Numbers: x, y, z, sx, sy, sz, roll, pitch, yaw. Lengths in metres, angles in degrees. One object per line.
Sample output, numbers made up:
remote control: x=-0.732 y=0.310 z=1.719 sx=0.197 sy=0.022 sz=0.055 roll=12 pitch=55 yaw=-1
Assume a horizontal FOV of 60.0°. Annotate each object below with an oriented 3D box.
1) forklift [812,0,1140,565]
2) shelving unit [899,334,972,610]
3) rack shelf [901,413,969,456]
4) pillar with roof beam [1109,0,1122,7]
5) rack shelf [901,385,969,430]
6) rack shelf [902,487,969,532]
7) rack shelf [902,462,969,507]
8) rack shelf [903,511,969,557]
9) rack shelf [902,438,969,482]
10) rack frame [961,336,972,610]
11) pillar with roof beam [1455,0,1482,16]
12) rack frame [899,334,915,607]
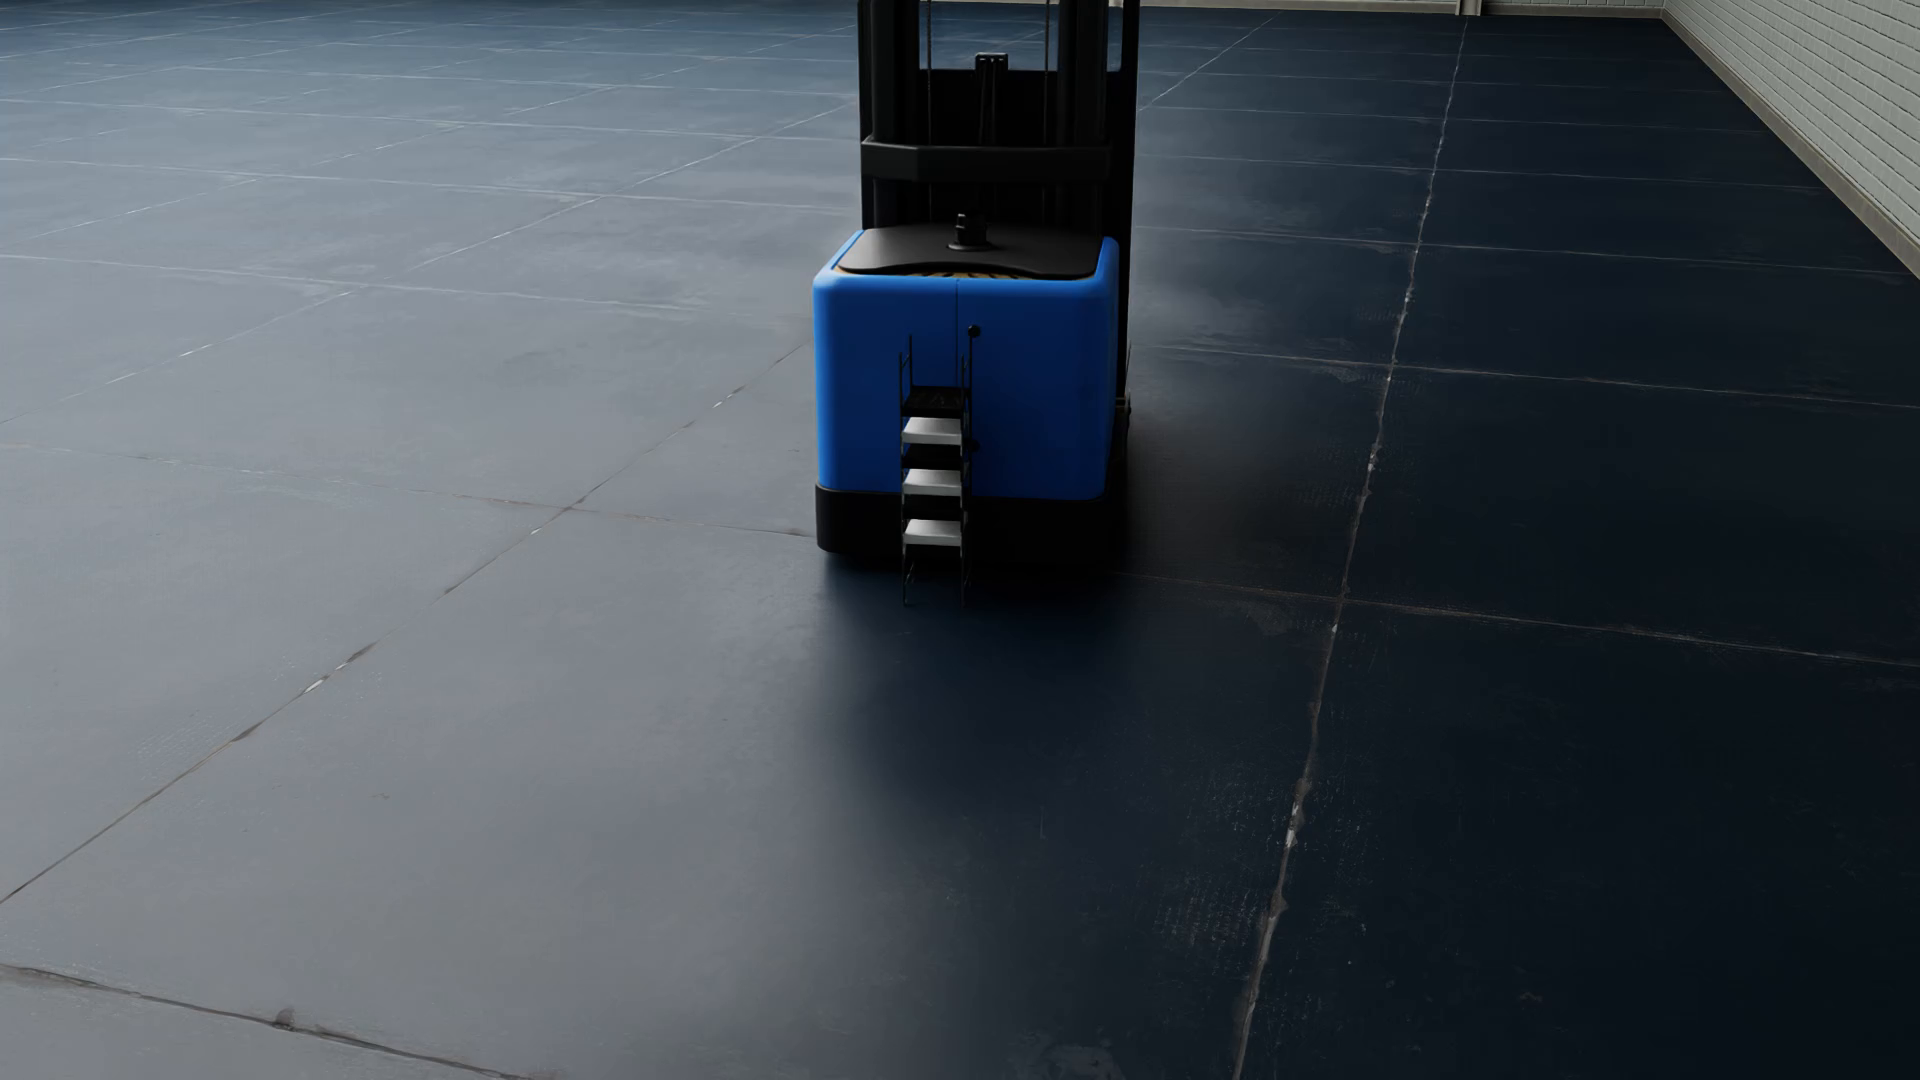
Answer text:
forklift: x=0.179 y=-1.789 z=6.770 sx=1.130 sy=2.935 sz=3.031 roll=3 pitch=22 yaw=7
shelving unit: x=-0.078 y=-0.226 z=5.635 sx=0.210 sy=0.900 sz=0.258 roll=3 pitch=23 yaw=7
rack shelf: x=-0.078 y=-0.362 z=5.579 sx=0.200 sy=0.077 sz=0.258 roll=3 pitch=23 yaw=7
pillar with roof beam: x=1.358 y=-11.887 z=23.392 sx=0.400 sy=9.000 sz=9.100 roll=7 pitch=23 yaw=16
rack shelf: x=-0.079 y=-0.445 z=5.544 sx=0.200 sy=0.077 sz=0.258 roll=3 pitch=23 yaw=7
rack shelf: x=-0.078 y=-0.112 z=5.682 sx=0.200 sy=0.077 sz=0.258 roll=3 pitch=23 yaw=7
rack shelf: x=-0.078 y=-0.195 z=5.647 sx=0.200 sy=0.077 sz=0.258 roll=3 pitch=23 yaw=7
rack shelf: x=-0.078 y=-0.029 z=5.716 sx=0.200 sy=0.077 sz=0.258 roll=3 pitch=23 yaw=7
rack shelf: x=-0.078 y=-0.278 z=5.613 sx=0.200 sy=0.077 sz=0.258 roll=3 pitch=23 yaw=7
rack frame: x=0.022 y=-0.221 z=5.623 sx=0.006 sy=0.900 sz=0.240 roll=3 pitch=23 yaw=7
pillar with roof beam: x=7.102 y=-11.229 z=21.788 sx=0.400 sy=9.000 sz=9.100 roll=7 pitch=23 yaw=16
rack frame: x=-0.179 y=-0.231 z=5.647 sx=0.006 sy=0.900 sz=0.240 roll=3 pitch=23 yaw=7
